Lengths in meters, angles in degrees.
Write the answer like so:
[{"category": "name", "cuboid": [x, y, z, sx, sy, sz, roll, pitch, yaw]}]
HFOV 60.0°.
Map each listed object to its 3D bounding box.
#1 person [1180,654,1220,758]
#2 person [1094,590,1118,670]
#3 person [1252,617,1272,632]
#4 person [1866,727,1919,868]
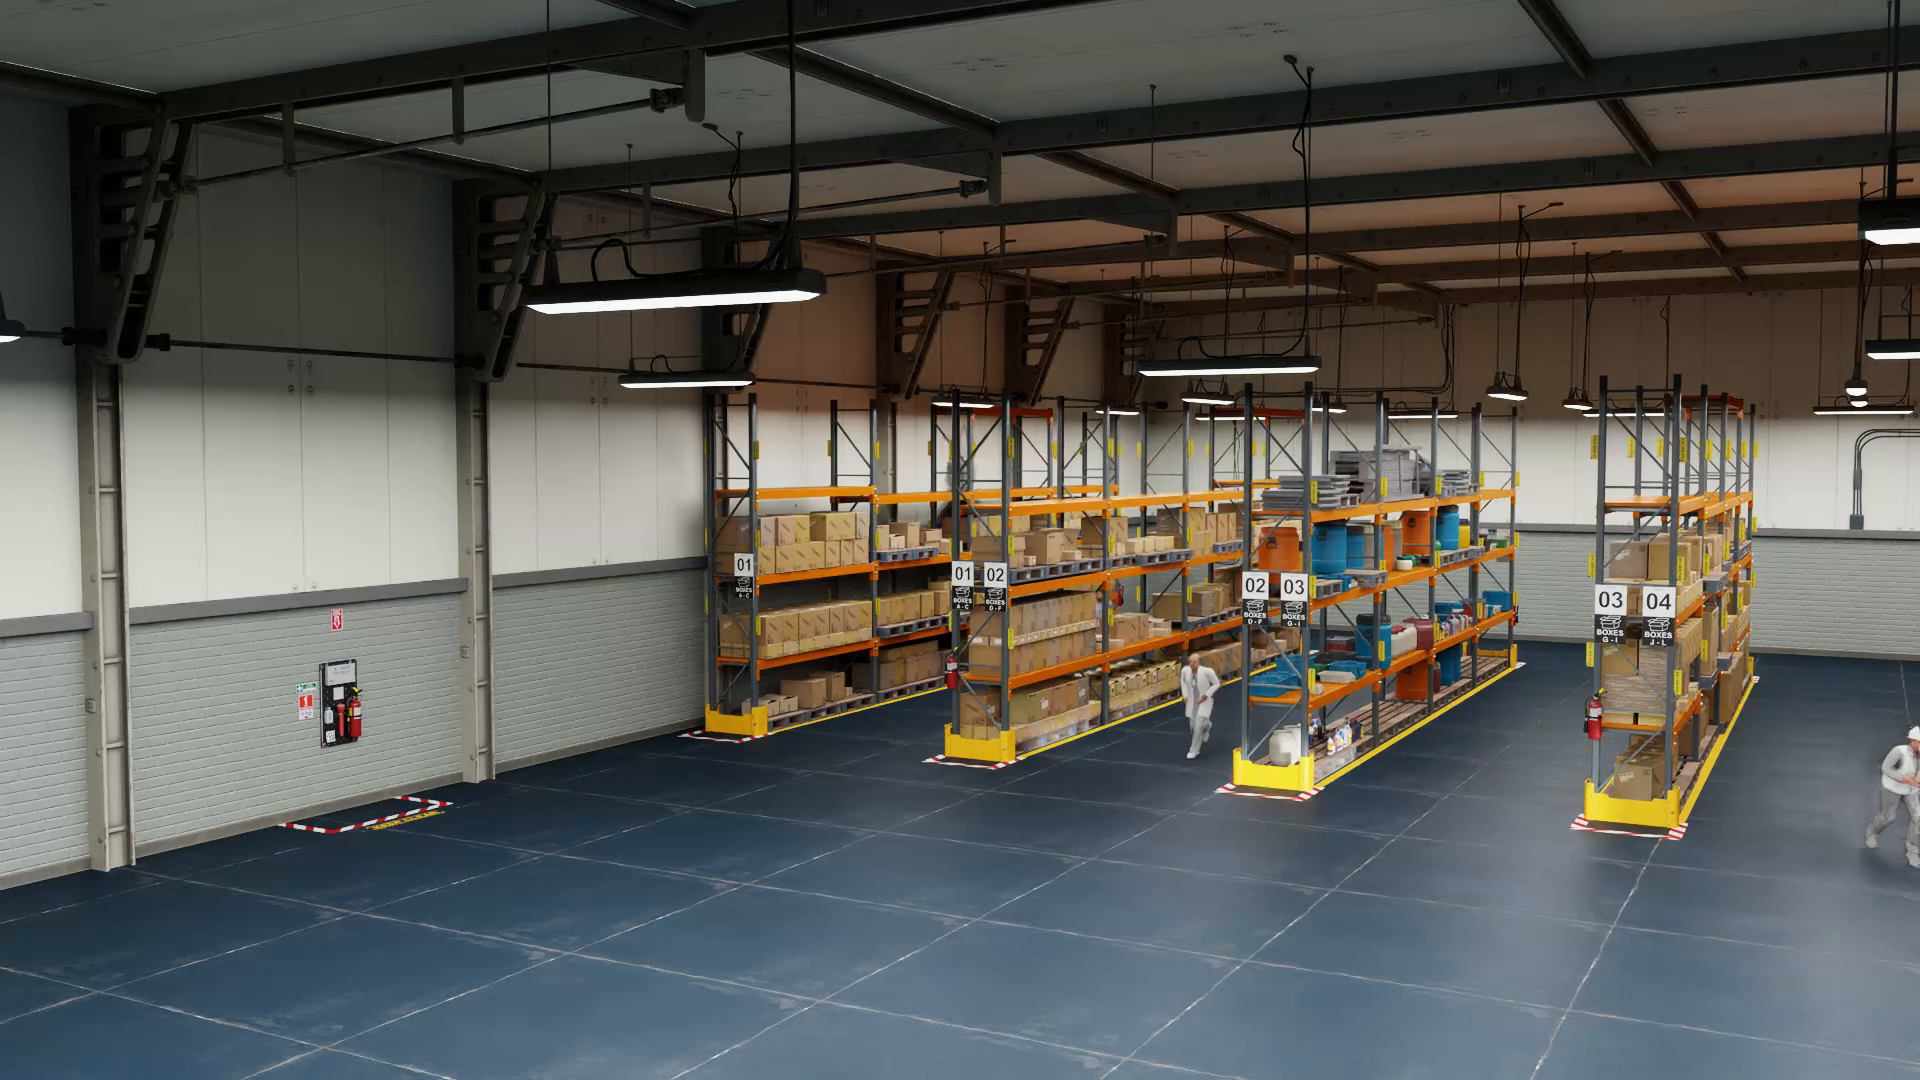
[{"category": "person", "cuboid": [3.963, 2.696, 27.298, 0.710, 1.723, 0.860, 2, 3, 27]}, {"category": "person", "cuboid": [3.080, 1.954, 36.517, 0.607, 1.729, 0.770, 2, 4, 33]}, {"category": "person", "cuboid": [7.745, 1.931, 42.570, 0.726, 1.589, 0.545, 2, 4, 34]}, {"category": "person", "cuboid": [11.485, 3.085, 20.324, 0.701, 1.733, 1.044, 0, 3, -7]}]
